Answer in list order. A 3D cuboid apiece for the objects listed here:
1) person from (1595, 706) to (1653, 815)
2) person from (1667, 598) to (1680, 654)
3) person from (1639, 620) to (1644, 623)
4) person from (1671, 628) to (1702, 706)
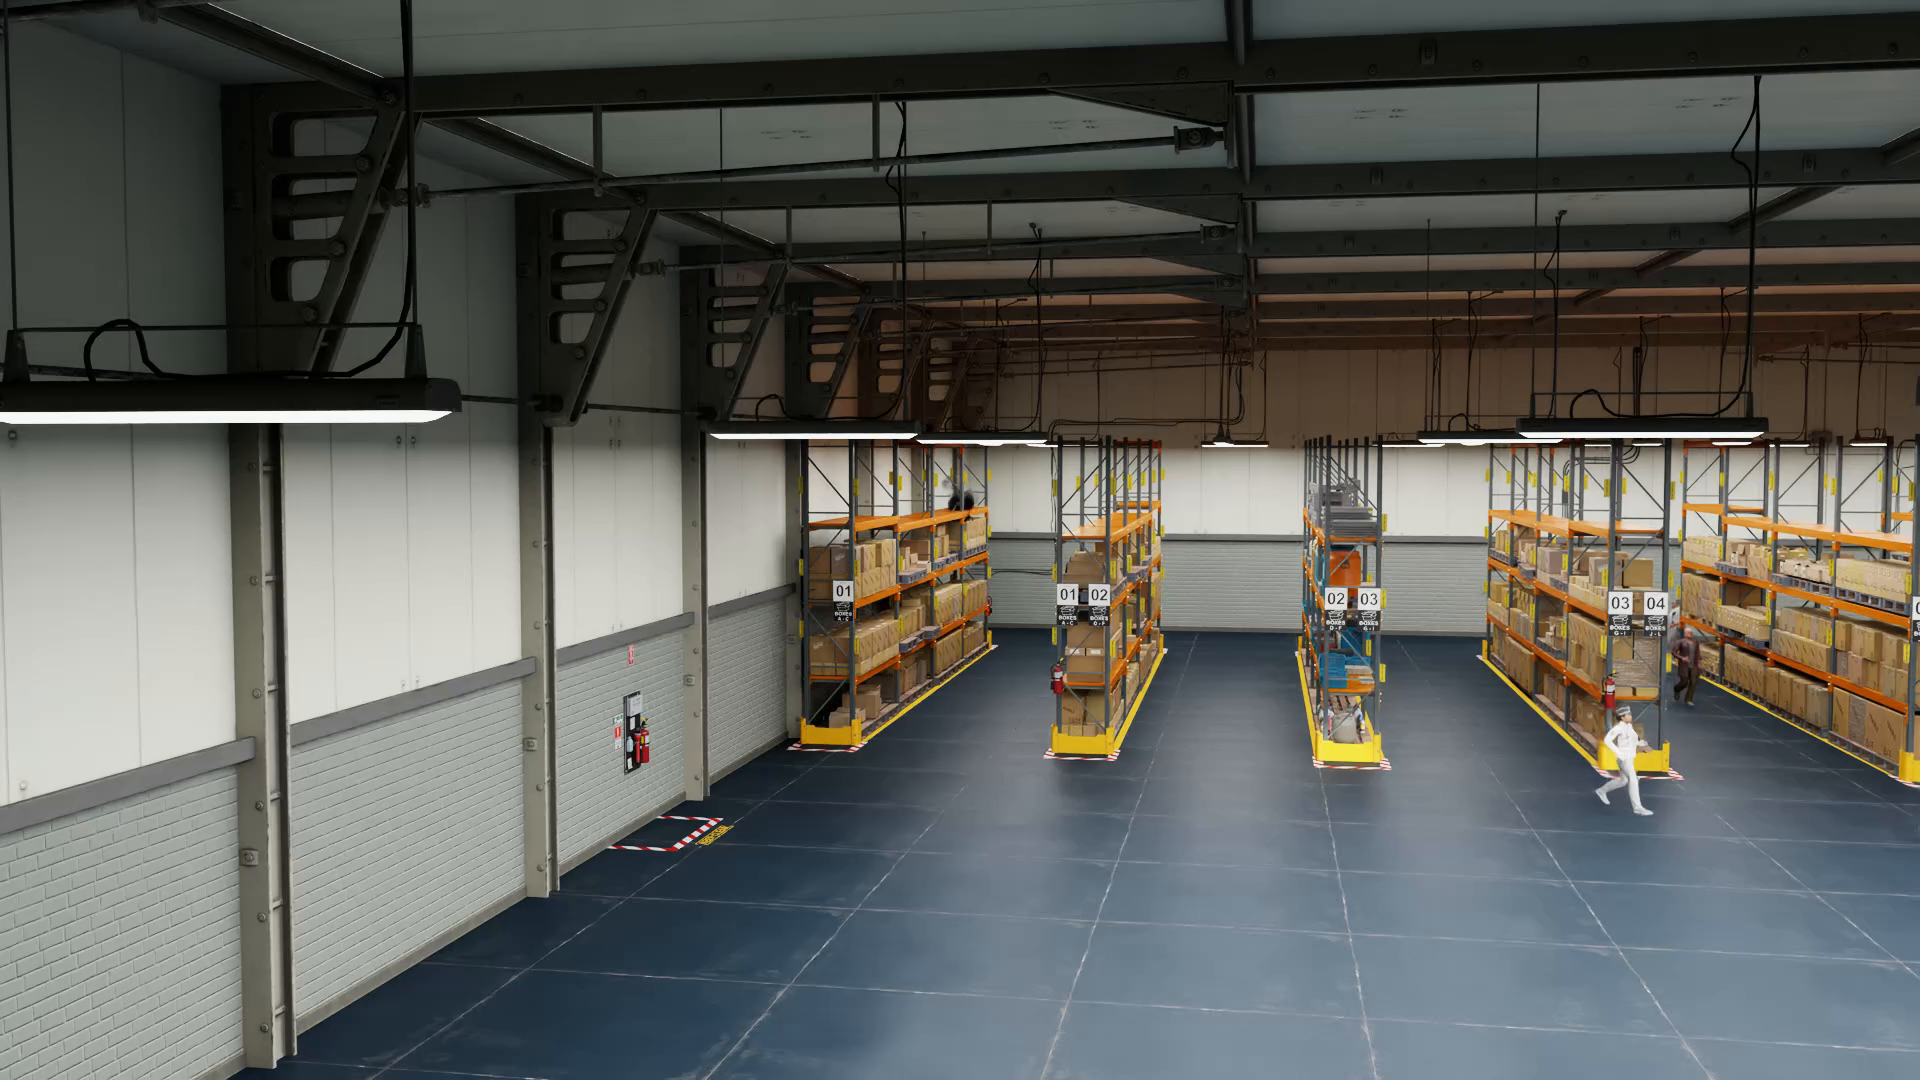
[{"bbox_3d":[10.467,3.442,26.214,0.929,1.672,0.618,3,4,41],"label":"person"},{"bbox_3d":[19.671,2.415,45.768,0.624,1.671,0.823,0,3,0],"label":"person"},{"bbox_3d":[18.708,2.422,45.257,0.555,1.708,0.711,-2,4,-30],"label":"person"},{"bbox_3d":[16.292,2.834,37.278,0.709,1.737,0.757,0,3,-4],"label":"person"}]
